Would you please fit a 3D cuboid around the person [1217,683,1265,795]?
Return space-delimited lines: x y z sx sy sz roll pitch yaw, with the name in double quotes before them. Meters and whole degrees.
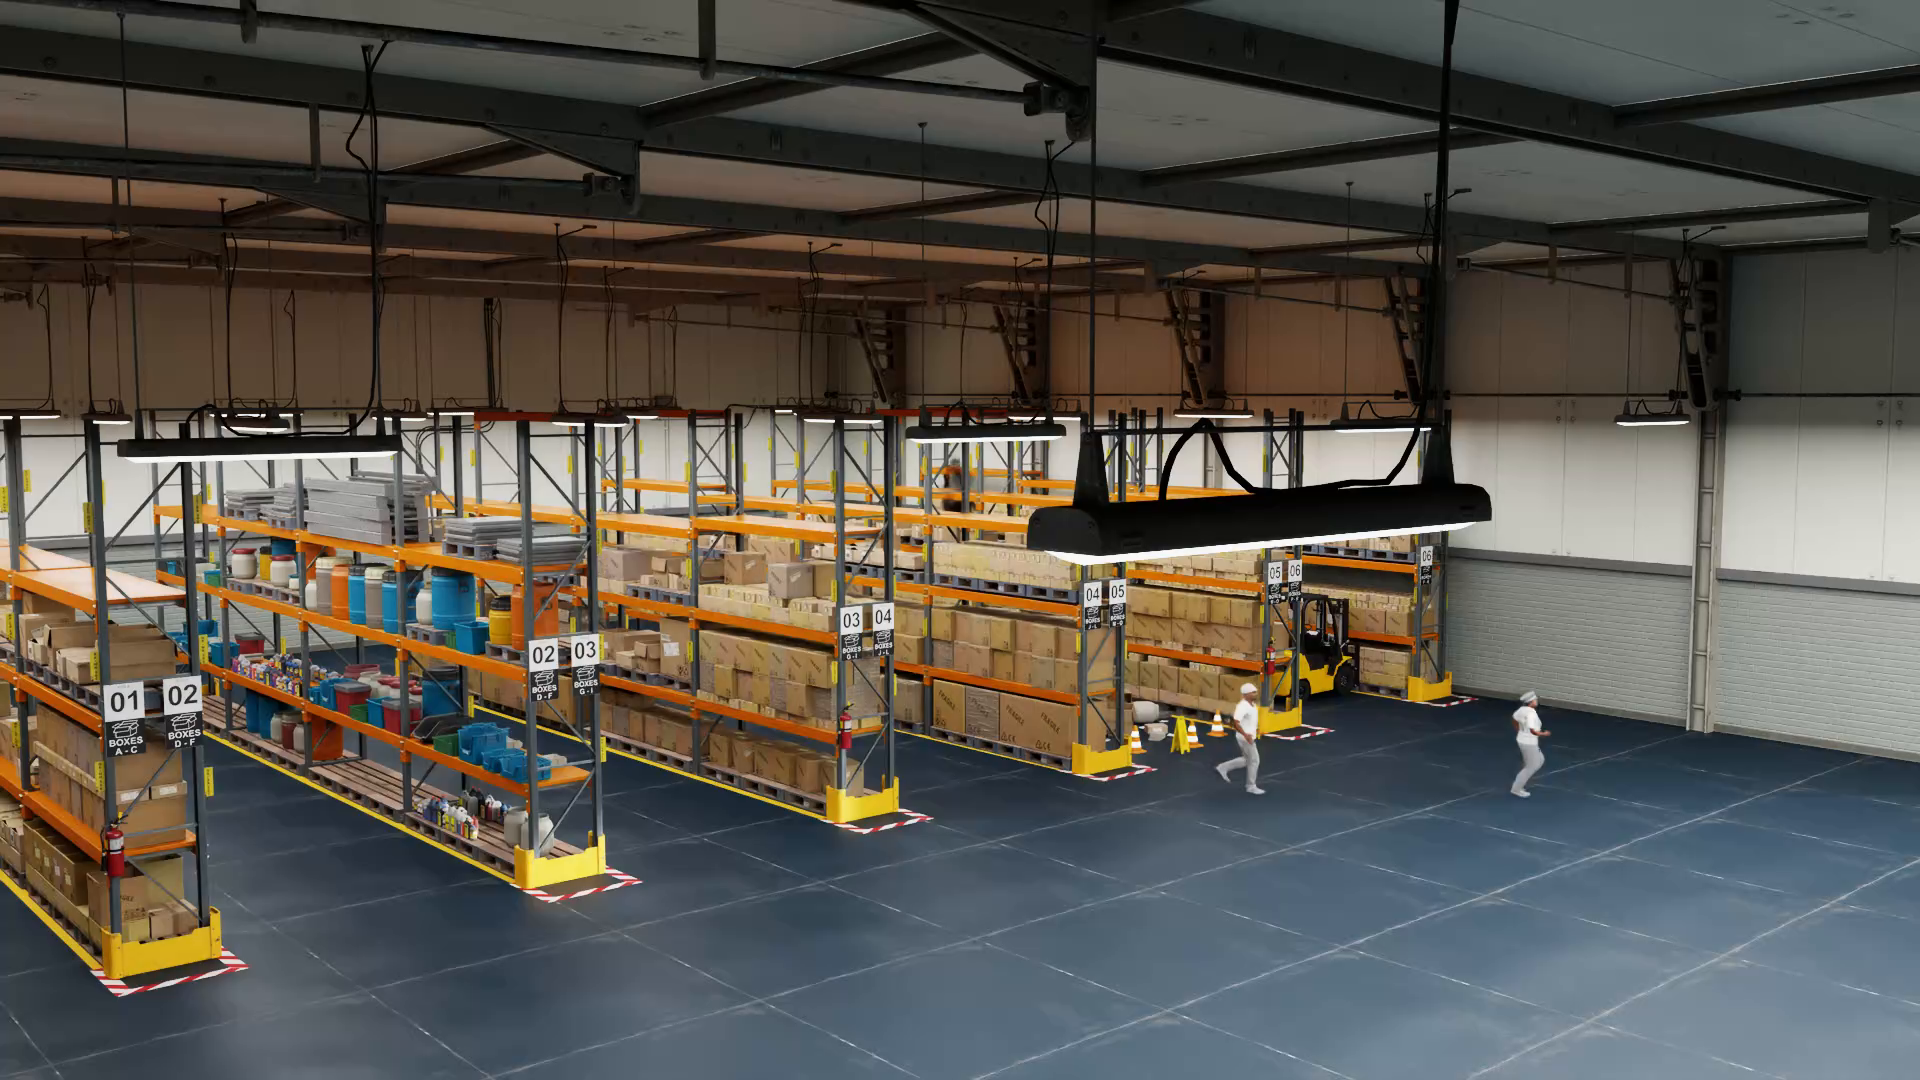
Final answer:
"person" 4.472 3.139 26.427 0.789 1.759 0.698 1 5 17

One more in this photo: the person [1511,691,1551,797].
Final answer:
"person" 8.972 3.192 26.139 0.576 1.672 0.630 0 5 5
